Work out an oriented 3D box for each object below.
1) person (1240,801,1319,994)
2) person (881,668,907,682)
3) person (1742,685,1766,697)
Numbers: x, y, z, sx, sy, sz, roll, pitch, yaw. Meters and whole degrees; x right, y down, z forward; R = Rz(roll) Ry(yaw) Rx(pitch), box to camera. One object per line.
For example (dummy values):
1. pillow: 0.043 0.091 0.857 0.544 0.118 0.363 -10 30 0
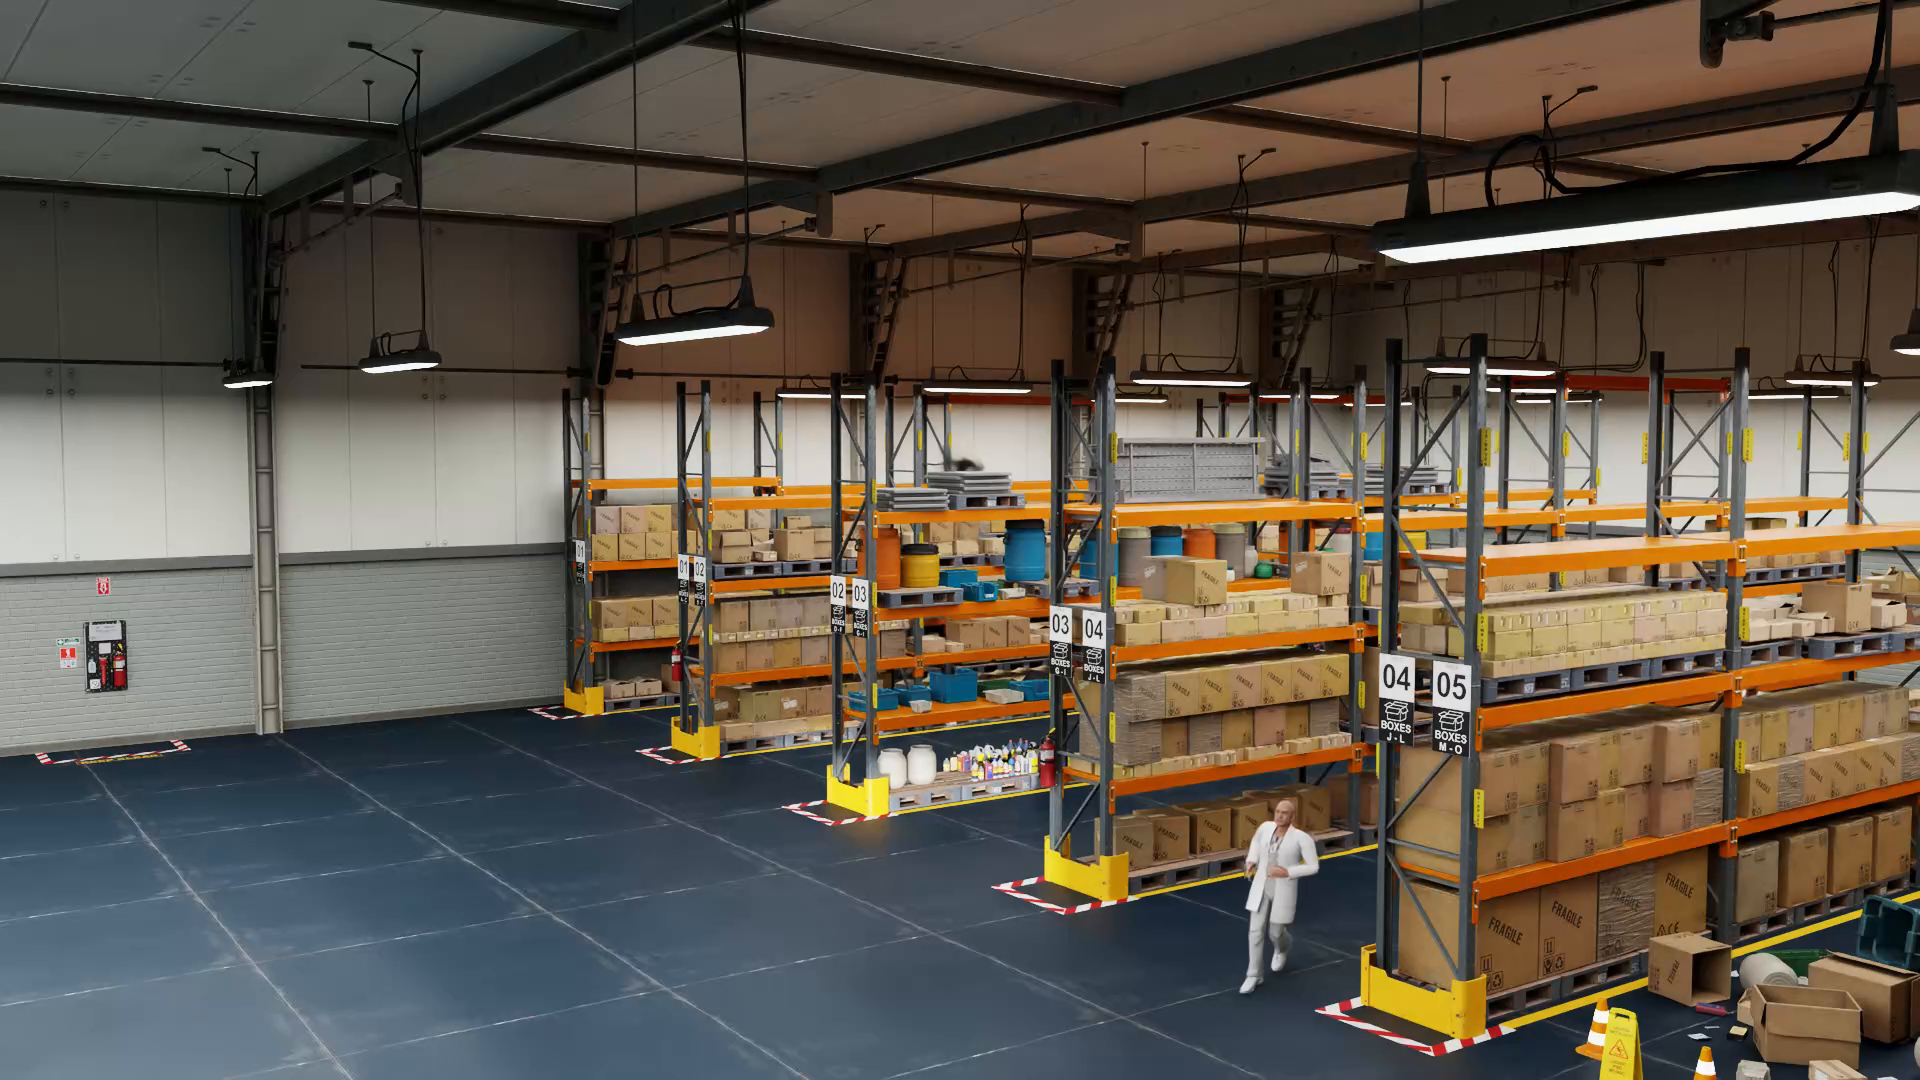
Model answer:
1. person: 2.993 3.306 15.553 0.747 1.765 0.887 3 5 36
2. person: -1.220 2.256 31.947 0.774 1.771 0.675 -2 4 -33
3. person: 11.224 2.779 23.604 0.694 1.830 0.682 -3 4 -35
